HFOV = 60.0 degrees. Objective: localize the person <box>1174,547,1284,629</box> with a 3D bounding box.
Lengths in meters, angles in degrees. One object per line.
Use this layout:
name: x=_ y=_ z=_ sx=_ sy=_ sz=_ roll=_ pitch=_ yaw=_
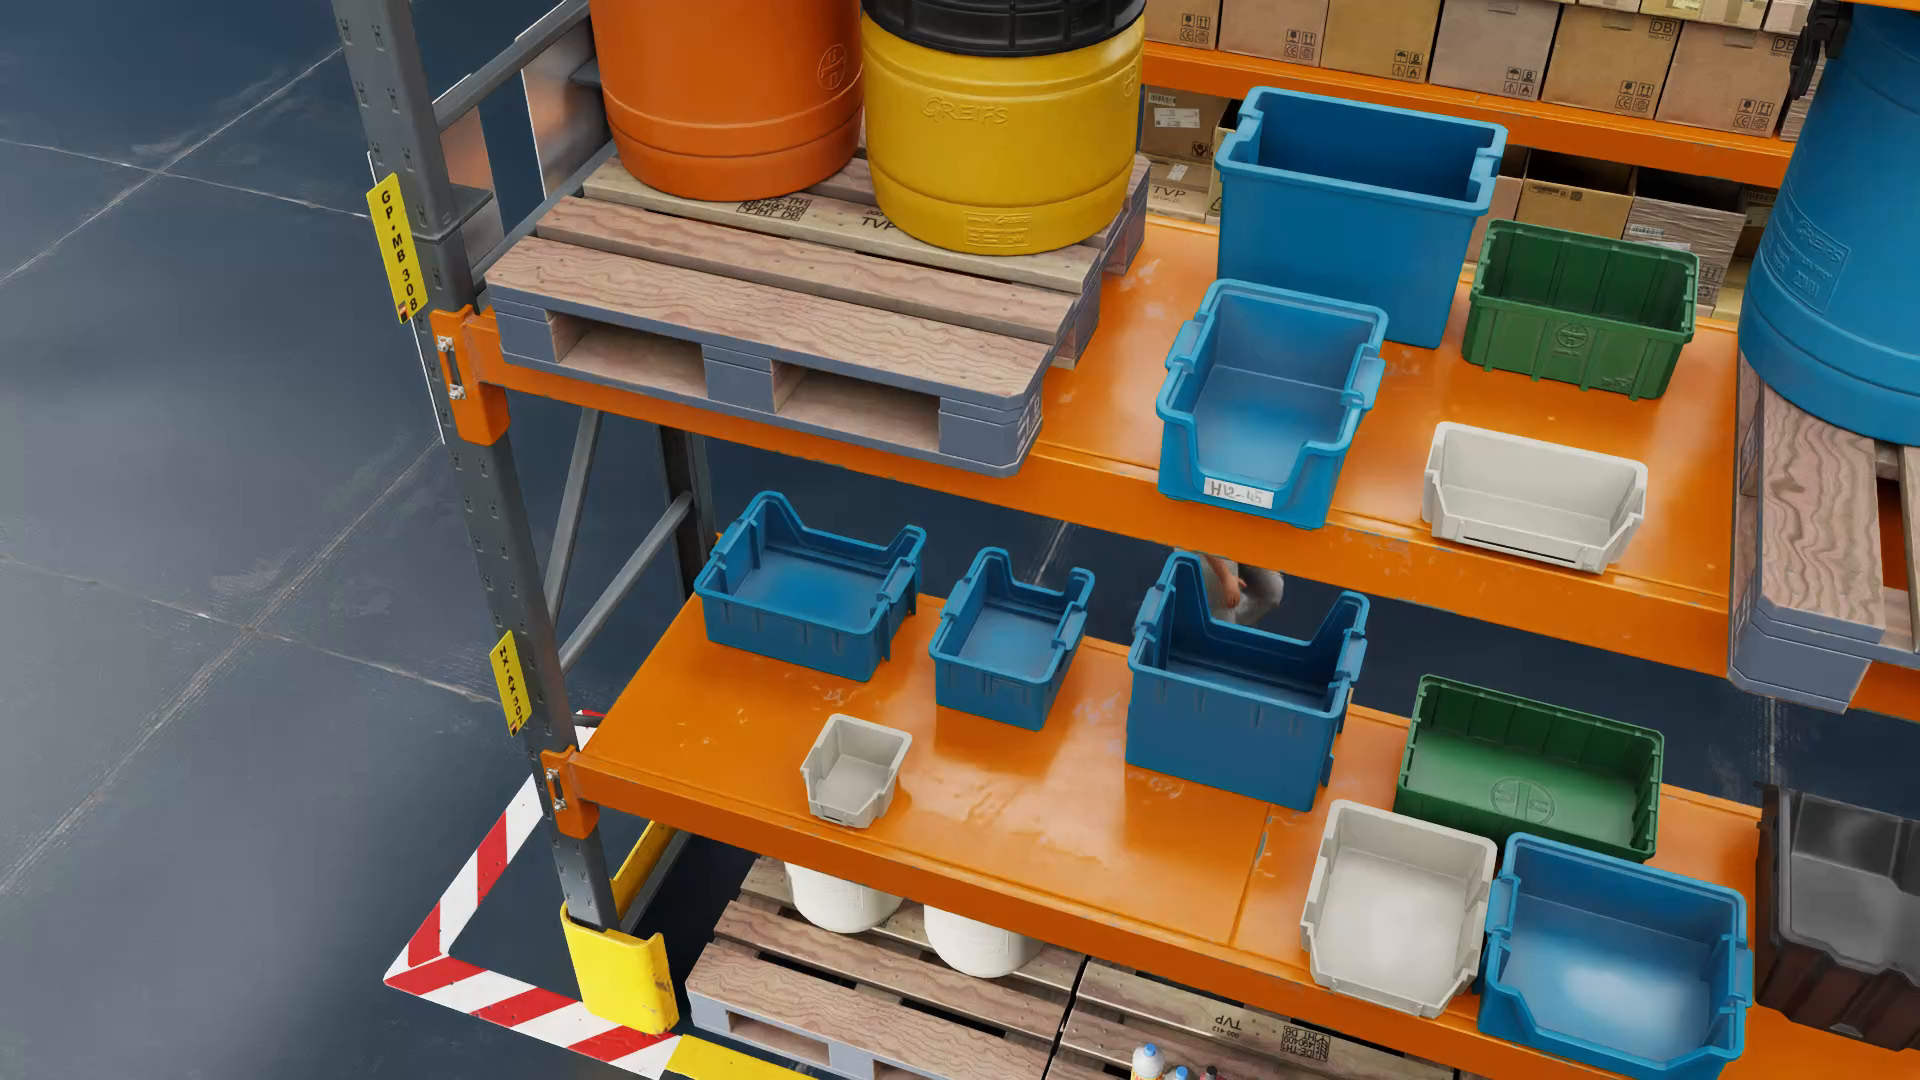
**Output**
person: x=0.953 y=0.037 z=6.112 sx=0.524 sy=1.689 sz=0.476 roll=8 pitch=42 yaw=9
